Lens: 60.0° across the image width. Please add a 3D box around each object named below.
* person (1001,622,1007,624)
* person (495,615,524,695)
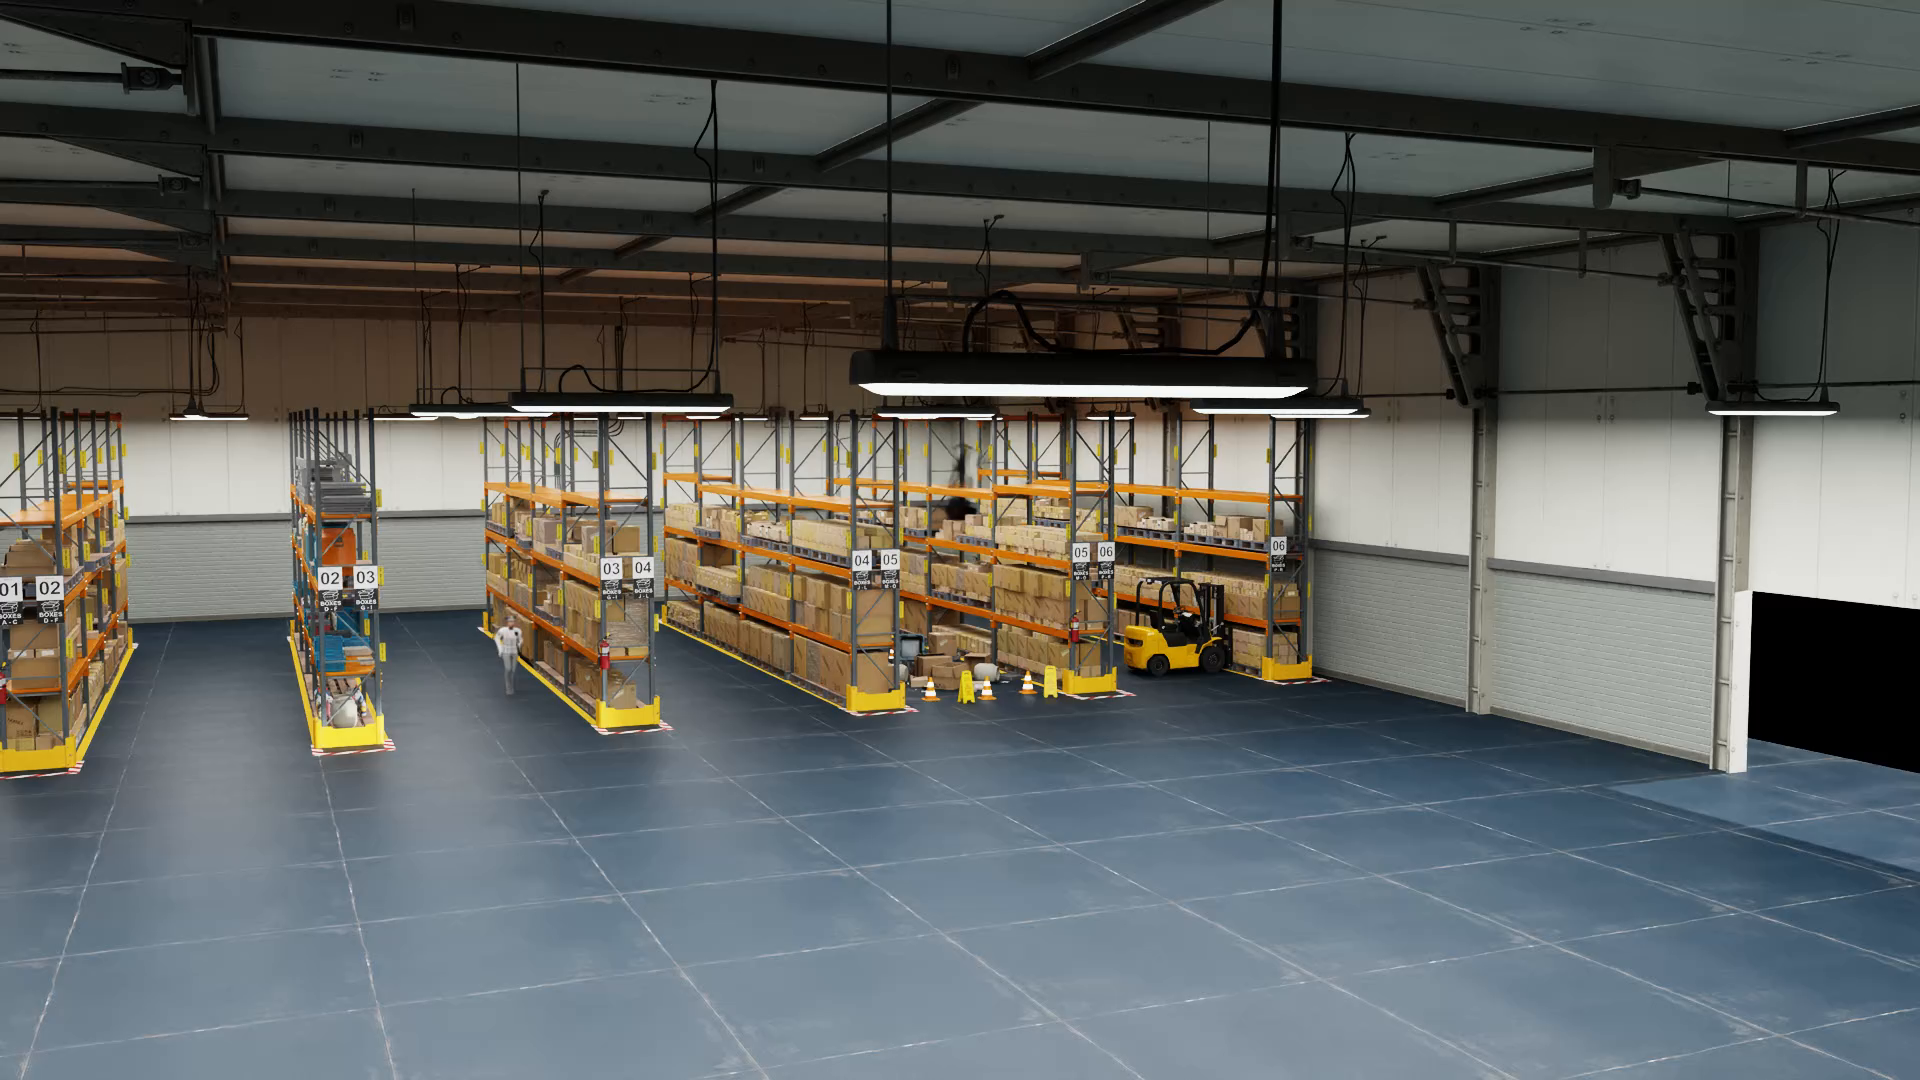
[{"bbox_3d":[1.211,1.796,43.396,0.641,1.764,0.615,-2,4,-22],"label":"person"},{"bbox_3d":[-9.533,2.438,35.256,0.546,1.734,0.833,-2,5,-31],"label":"person"}]
